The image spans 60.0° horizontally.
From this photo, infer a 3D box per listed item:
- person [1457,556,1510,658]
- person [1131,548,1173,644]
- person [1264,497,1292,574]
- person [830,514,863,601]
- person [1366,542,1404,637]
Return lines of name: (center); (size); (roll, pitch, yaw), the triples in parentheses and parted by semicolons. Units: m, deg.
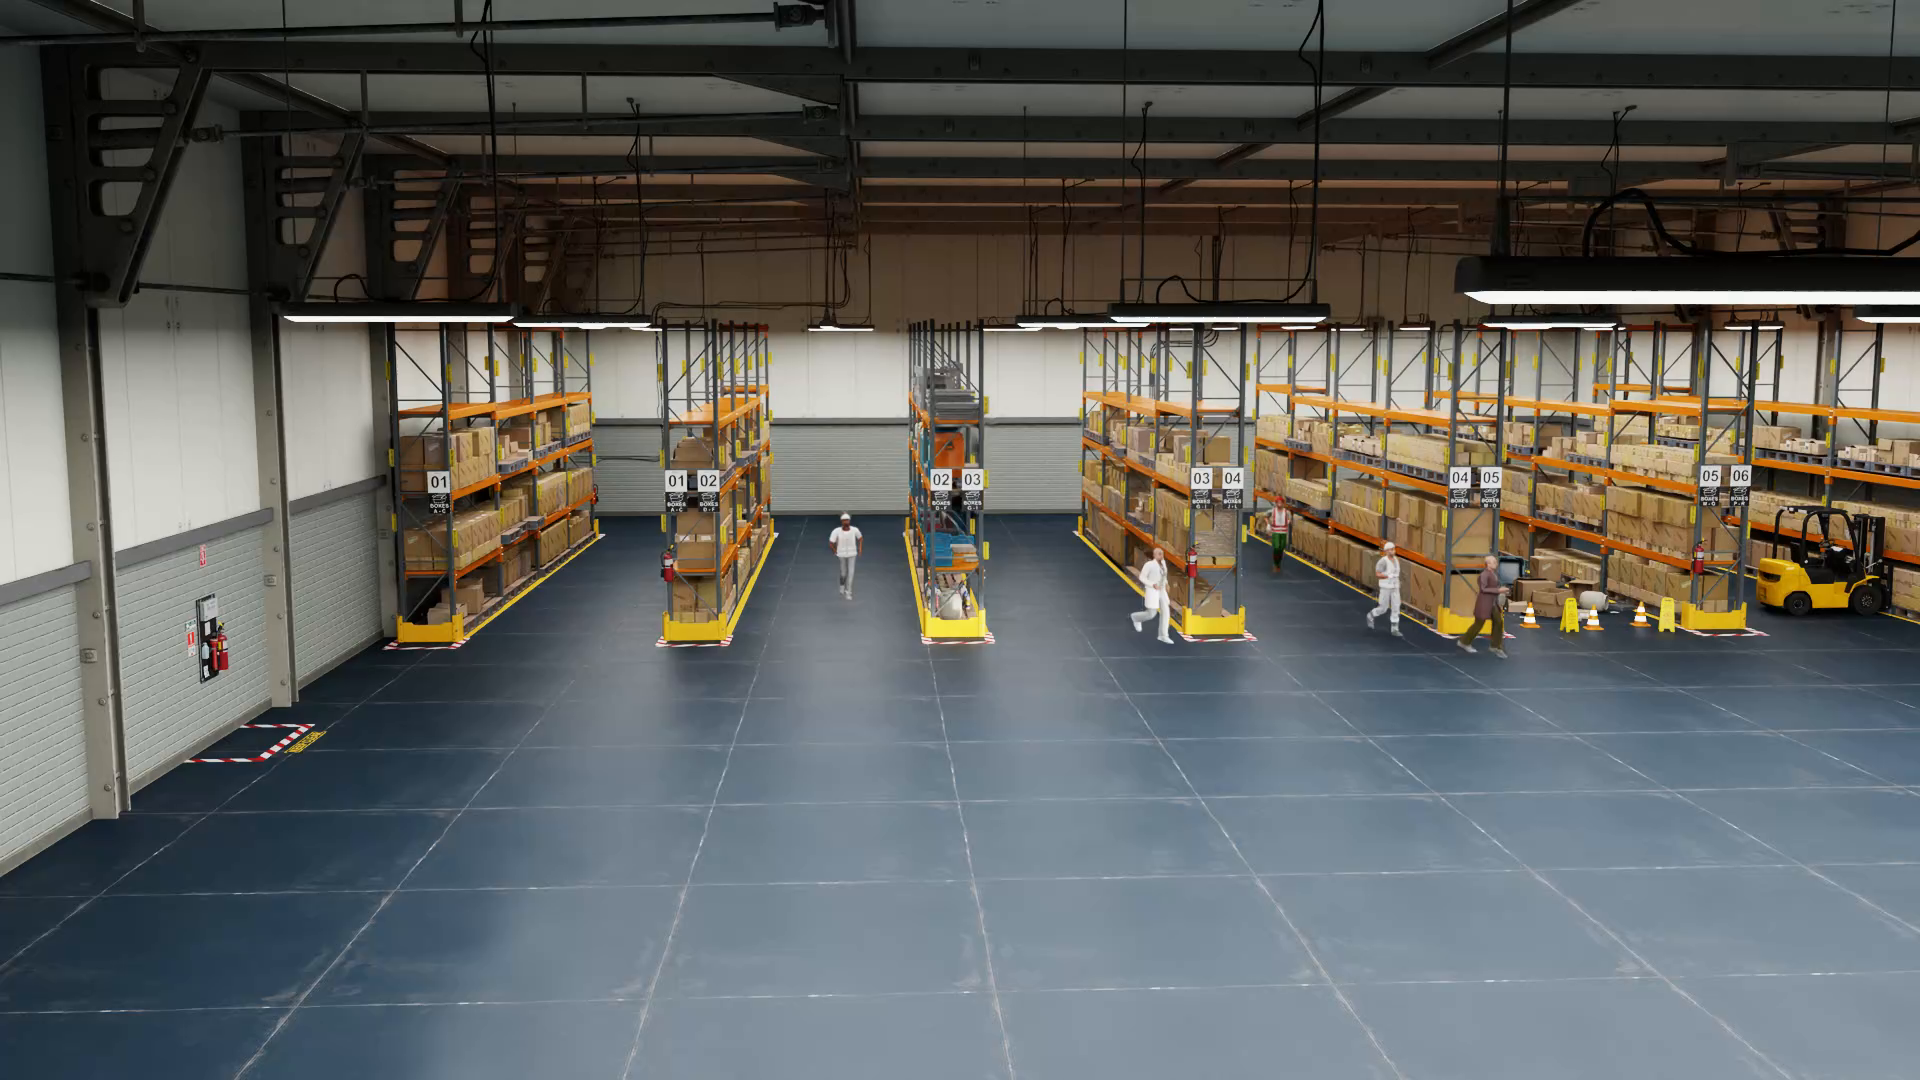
person: (9.368, 1.191, 29.664); (0.936, 1.842, 0.661); (5, 9, 37)
person: (3.649, 1.019, 31.181); (0.720, 1.766, 1.043); (-5, 9, -35)
person: (7.708, -0.123, 40.161); (0.630, 1.843, 0.726); (-1, 7, -4)
person: (-2.334, 0.338, 34.395); (0.712, 1.761, 0.793); (-1, 7, -9)
person: (8.128, 0.920, 31.655); (0.668, 1.770, 0.908); (-4, 8, -30)
